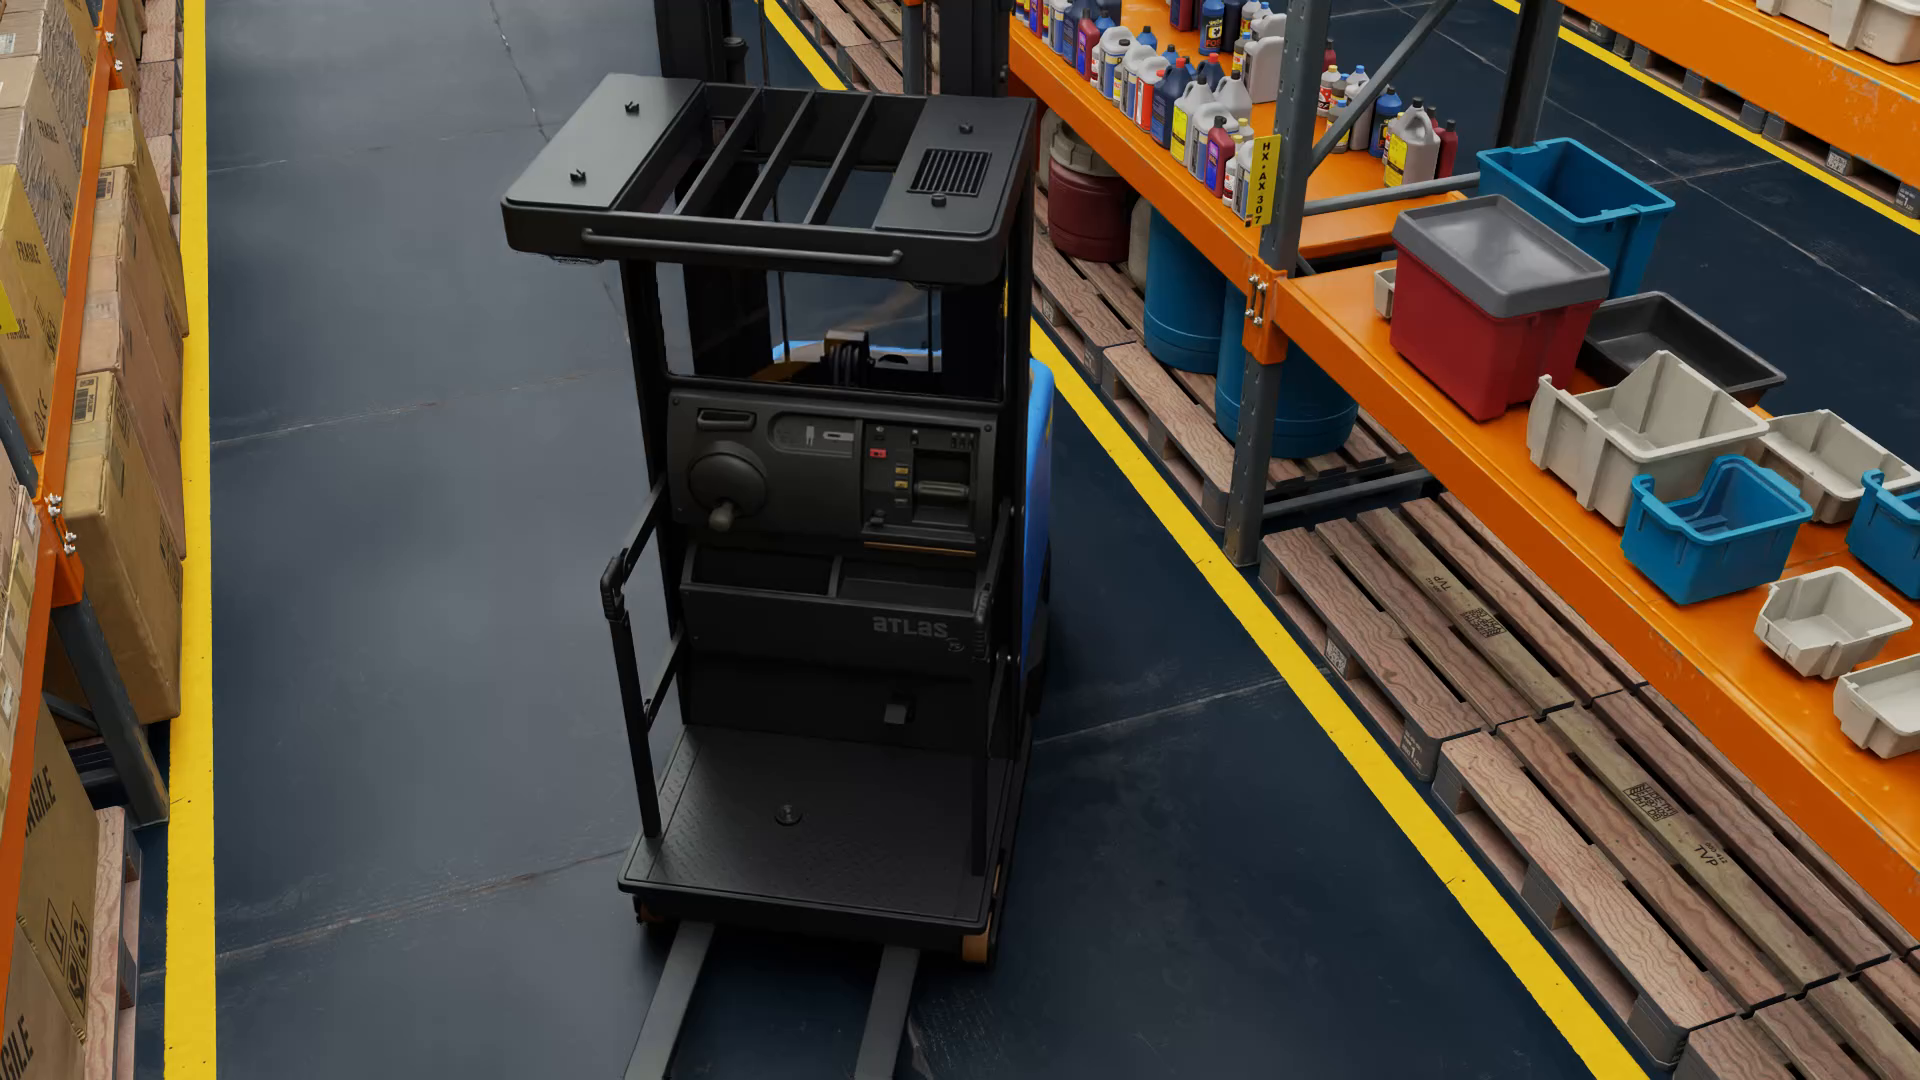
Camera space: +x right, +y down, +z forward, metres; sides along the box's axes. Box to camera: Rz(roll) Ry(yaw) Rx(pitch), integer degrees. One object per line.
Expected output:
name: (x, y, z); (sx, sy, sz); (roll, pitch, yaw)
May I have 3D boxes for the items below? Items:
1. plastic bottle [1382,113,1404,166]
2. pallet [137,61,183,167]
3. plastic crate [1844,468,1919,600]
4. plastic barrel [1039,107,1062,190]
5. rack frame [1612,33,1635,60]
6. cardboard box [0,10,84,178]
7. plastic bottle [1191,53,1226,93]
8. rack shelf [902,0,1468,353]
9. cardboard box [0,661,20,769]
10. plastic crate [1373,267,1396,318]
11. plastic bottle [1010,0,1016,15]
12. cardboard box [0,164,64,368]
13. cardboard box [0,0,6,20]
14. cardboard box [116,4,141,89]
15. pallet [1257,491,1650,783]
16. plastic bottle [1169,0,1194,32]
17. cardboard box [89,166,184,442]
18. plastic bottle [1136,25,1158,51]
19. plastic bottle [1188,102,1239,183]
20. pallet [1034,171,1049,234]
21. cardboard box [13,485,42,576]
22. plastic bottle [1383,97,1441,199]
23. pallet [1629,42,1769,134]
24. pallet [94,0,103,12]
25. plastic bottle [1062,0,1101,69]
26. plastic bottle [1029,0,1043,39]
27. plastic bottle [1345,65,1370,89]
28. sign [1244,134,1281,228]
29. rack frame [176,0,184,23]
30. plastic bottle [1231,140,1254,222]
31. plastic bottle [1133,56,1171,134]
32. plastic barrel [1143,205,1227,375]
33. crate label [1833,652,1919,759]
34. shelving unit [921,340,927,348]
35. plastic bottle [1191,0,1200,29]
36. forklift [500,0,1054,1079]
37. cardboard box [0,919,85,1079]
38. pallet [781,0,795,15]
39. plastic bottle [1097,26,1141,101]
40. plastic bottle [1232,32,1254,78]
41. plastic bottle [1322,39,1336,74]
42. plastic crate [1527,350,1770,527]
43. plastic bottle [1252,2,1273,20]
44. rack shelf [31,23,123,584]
plastic bottle: (1.715, -1.570, 6.506); (0.097, 0.201, 0.097); (0, 37, 0)
pallet: (-5.167, -2.467, 9.850); (1.003, 0.211, 1.213); (-12, 39, -16)
plastic crate: (2.587, -0.036, 4.394); (0.416, 0.233, 0.300); (-12, 39, -16)
plastic barrel: (0.629, -2.078, 8.734); (0.421, 0.512, 0.421); (0, 37, 0)
rack frame: (4.819, -4.500, 10.231); (1.000, 3.000, 0.127); (-12, 39, -16)
cardboard box: (-3.734, -1.688, 6.415); (0.500, 0.500, 0.500); (-14, 39, -17)
plastic bottle: (0.991, -1.783, 6.665); (0.144, 0.351, 0.185); (-12, 39, -16)
rack shelf: (0.855, -2.060, 7.589); (1.077, 0.370, 4.000); (-12, 39, -16)
cardboard box: (-2.429, 0.449, 3.870); (0.380, 0.149, 0.250); (-12, 39, -15)
plastic crate: (1.569, -0.843, 5.546); (0.396, 0.136, 0.243); (-12, 39, -16)
plastic bottle: (0.254, -2.642, 7.861); (0.061, 0.283, 0.133); (-12, 39, -16)
cardboard box: (-3.205, -0.827, 5.272); (0.500, 0.500, 0.500); (-12, 39, -16)
cardboard box: (-4.026, -2.107, 6.137); (0.797, 0.503, 0.637); (-12, 39, -15)
cardboard box: (-5.330, -2.948, 9.882); (0.700, 0.500, 0.500); (-16, 40, -20)
pallet: (1.833, 0.304, 6.171); (1.003, 0.211, 1.213); (-12, 39, -16)
plastic bottle: (1.028, -2.510, 7.686); (0.061, 0.283, 0.133); (-12, 39, -16)
cardboard box: (-3.966, -0.871, 6.830); (1.225, 0.875, 0.875); (-12, 39, -16)
plastic bottle: (0.789, -2.056, 7.094); (0.097, 0.271, 0.097); (0, 37, 0)
plastic bottle: (0.978, -1.530, 6.391); (0.152, 0.276, 0.135); (-12, 39, -16)
pallet: (0.477, -1.926, 9.132); (1.003, 0.211, 1.213); (-12, 39, -16)
cardboard box: (-2.695, 0.013, 4.448); (0.380, 0.149, 0.250); (-12, 39, -16)
plastic bottle: (1.712, -1.486, 6.271); (0.144, 0.351, 0.185); (-12, 39, -16)
pallet: (5.040, -2.957, 10.500); (1.003, 0.211, 1.213); (-12, 39, -16)
pallet: (-4.829, -2.755, 8.074); (1.213, 0.211, 1.003); (-12, 39, -16)
plastic bottle: (0.540, -2.271, 7.313); (0.144, 0.351, 0.185); (-12, 39, -16)
plastic bottle: (0.367, -2.457, 7.615); (0.061, 0.283, 0.133); (-12, 39, -16)
plastic bottle: (1.601, -1.784, 6.732); (0.097, 0.271, 0.097); (0, 37, 0)
sign: (1.026, -1.215, 5.640); (0.100, 0.325, 0.005); (-12, 39, -16)
rack frame: (-5.860, -4.711, 10.511); (1.000, 3.000, 0.127); (-12, 39, -16)
plastic bottle: (1.104, -1.323, 6.117); (0.152, 0.276, 0.135); (-12, 39, -16)
plastic bottle: (0.805, -1.815, 6.769); (0.152, 0.276, 0.135); (-12, 39, -16)
plastic barrel: (1.128, -1.258, 7.322); (0.600, 0.901, 0.708); (-12, 39, -16)
crate label: (2.264, 0.382, 3.920); (0.396, 0.136, 0.243); (-12, 39, -16)
shelving unit: (0.003, -0.355, 6.473); (0.258, 0.900, 0.210); (-12, 39, -16)
plastic bottle: (1.115, -2.573, 7.714); (0.144, 0.351, 0.185); (-12, 39, -16)
forklift: (-0.393, -0.121, 4.475); (1.130, 2.935, 3.031); (5, 37, 7)
cardboard box: (-2.646, 1.387, 3.832); (0.875, 0.875, 0.875); (-12, 39, -16)
pallet: (-0.903, -4.187, 12.133); (1.003, 0.211, 1.213); (-12, 39, -16)
plastic bottle: (0.679, -2.022, 7.044); (0.152, 0.276, 0.135); (-12, 39, -16)
plastic bottle: (1.232, -2.096, 7.205); (0.097, 0.201, 0.097); (0, 37, 0)
plastic bottle: (1.512, -1.968, 6.966); (0.061, 0.283, 0.133); (-12, 39, -16)
plastic crate: (1.896, -0.293, 4.695); (0.437, 0.282, 0.530); (-12, 39, -16)
plastic bottle: (1.329, -2.231, 7.326); (0.097, 0.271, 0.097); (0, 37, 0)
rack shelf: (-3.796, -1.034, 6.228); (1.077, 0.370, 4.000); (-12, 39, -16)
